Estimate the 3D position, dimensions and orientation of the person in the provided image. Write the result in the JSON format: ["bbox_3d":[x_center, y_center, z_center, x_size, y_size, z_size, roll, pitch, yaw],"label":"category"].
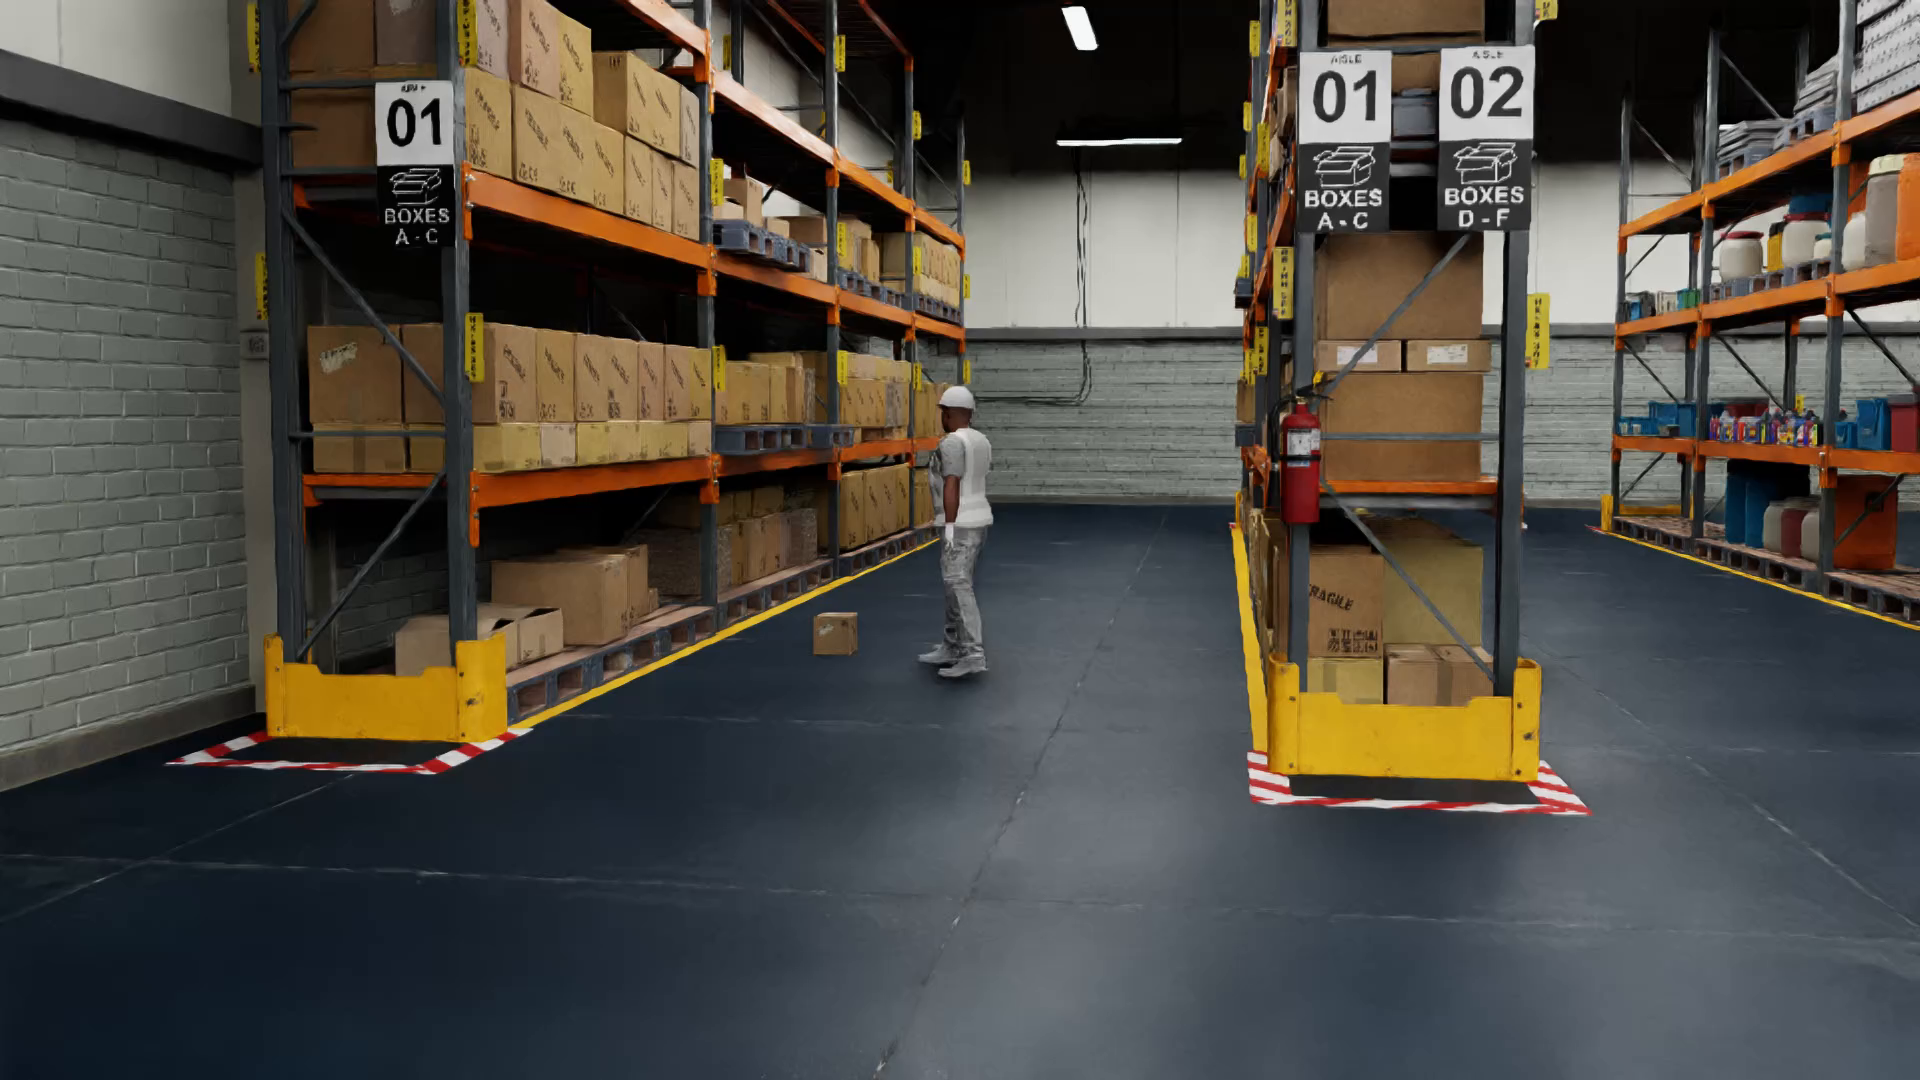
[{"bbox_3d":[-0.026,-0.067,10.316,0.569,1.779,0.659,2,5,19],"label":"person"}]
